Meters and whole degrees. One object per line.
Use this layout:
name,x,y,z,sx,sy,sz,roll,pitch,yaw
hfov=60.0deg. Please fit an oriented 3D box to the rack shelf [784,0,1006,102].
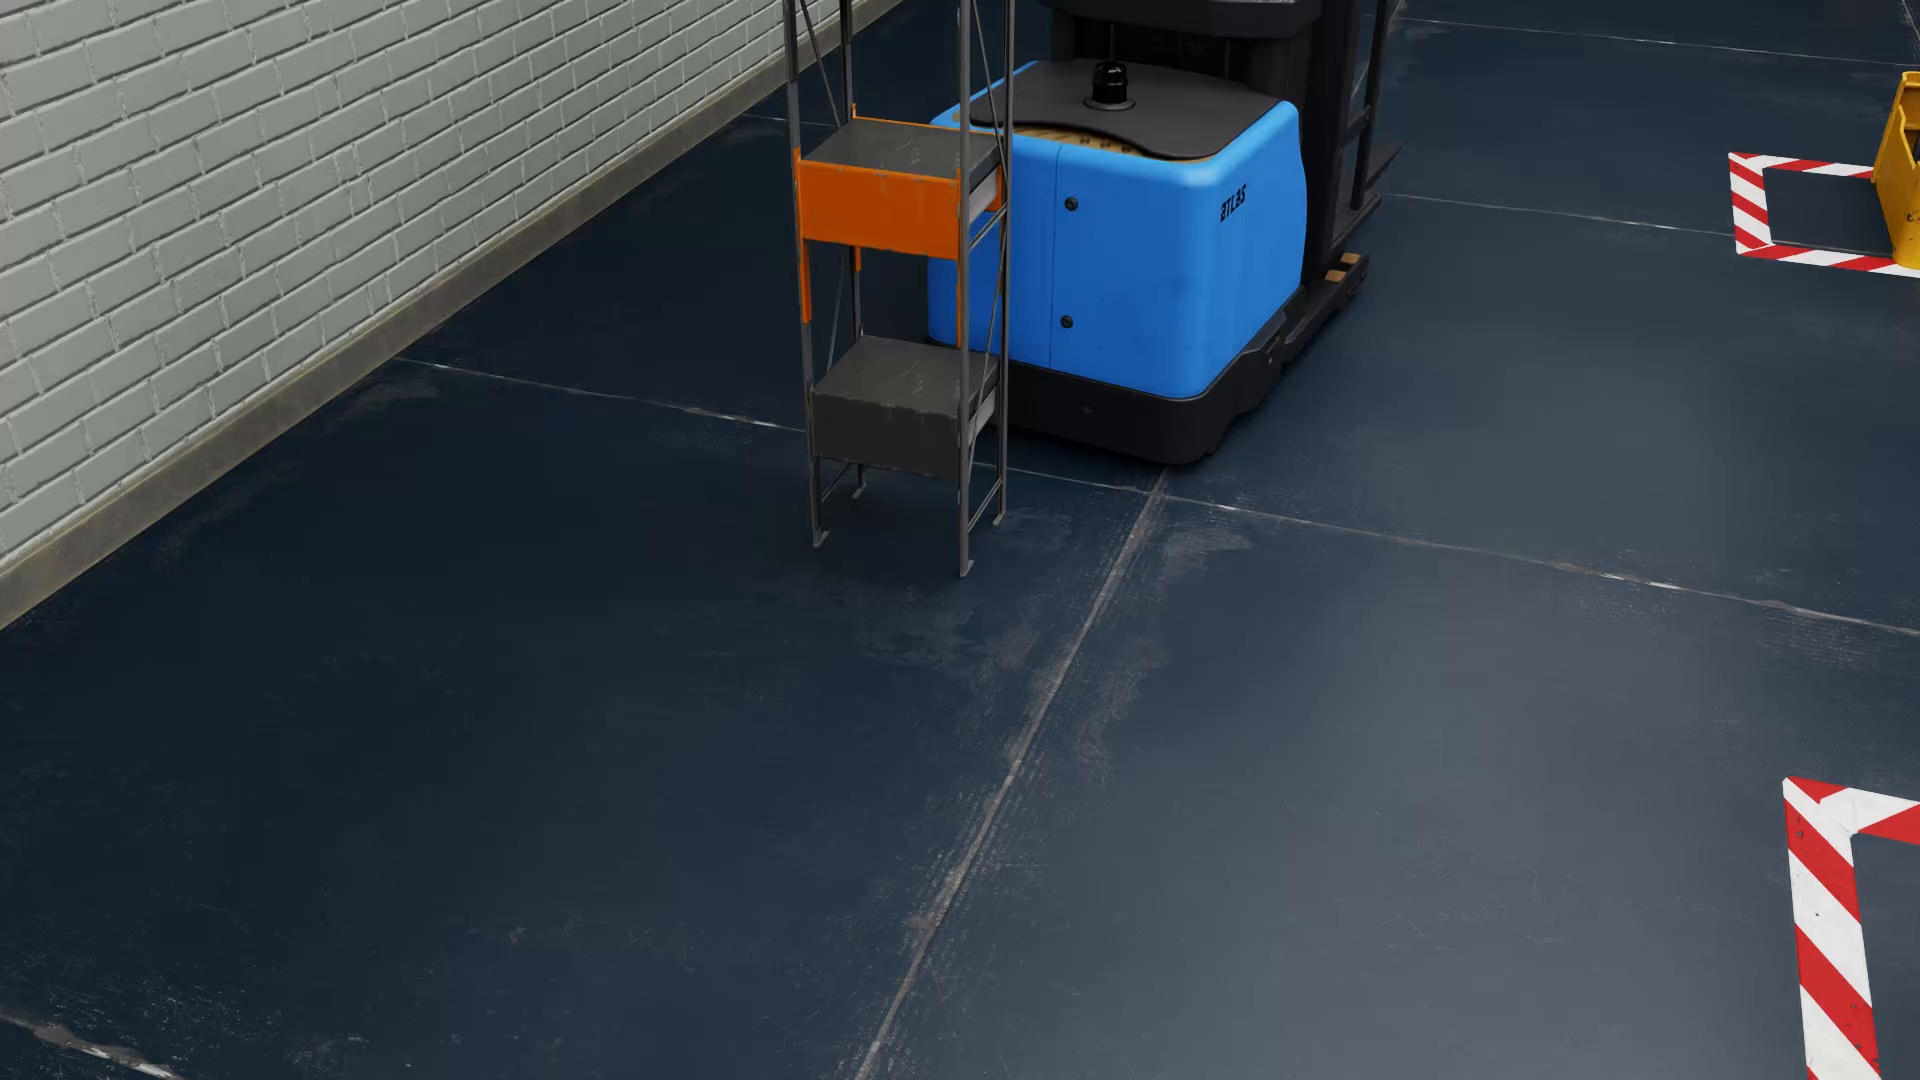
rack shelf,-0.156,-1.489,4.355,0.480,0.518,0.431,11,34,16

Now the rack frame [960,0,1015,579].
rack frame,0.074,-0.868,4.658,0.015,2.100,0.400,11,34,16

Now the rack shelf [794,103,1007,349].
rack shelf,-0.156,-0.901,4.735,0.480,0.518,0.431,11,34,16

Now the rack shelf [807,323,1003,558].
rack shelf,-0.156,-0.313,5.114,0.480,0.518,0.431,11,34,16

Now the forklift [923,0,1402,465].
forklift,1.022,-2.256,6.041,1.130,2.935,3.031,17,36,24

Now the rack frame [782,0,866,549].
rack frame,-0.386,-0.957,4.797,0.015,2.100,0.400,11,34,16

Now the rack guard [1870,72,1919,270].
rack guard,4.319,-1.633,7.319,0.348,0.500,1.175,11,34,16

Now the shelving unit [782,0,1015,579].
shelving unit,-0.156,-0.912,4.727,0.503,2.100,0.431,11,34,16

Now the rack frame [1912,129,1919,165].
rack frame,4.342,-2.679,6.634,0.127,3.000,1.000,11,34,16
